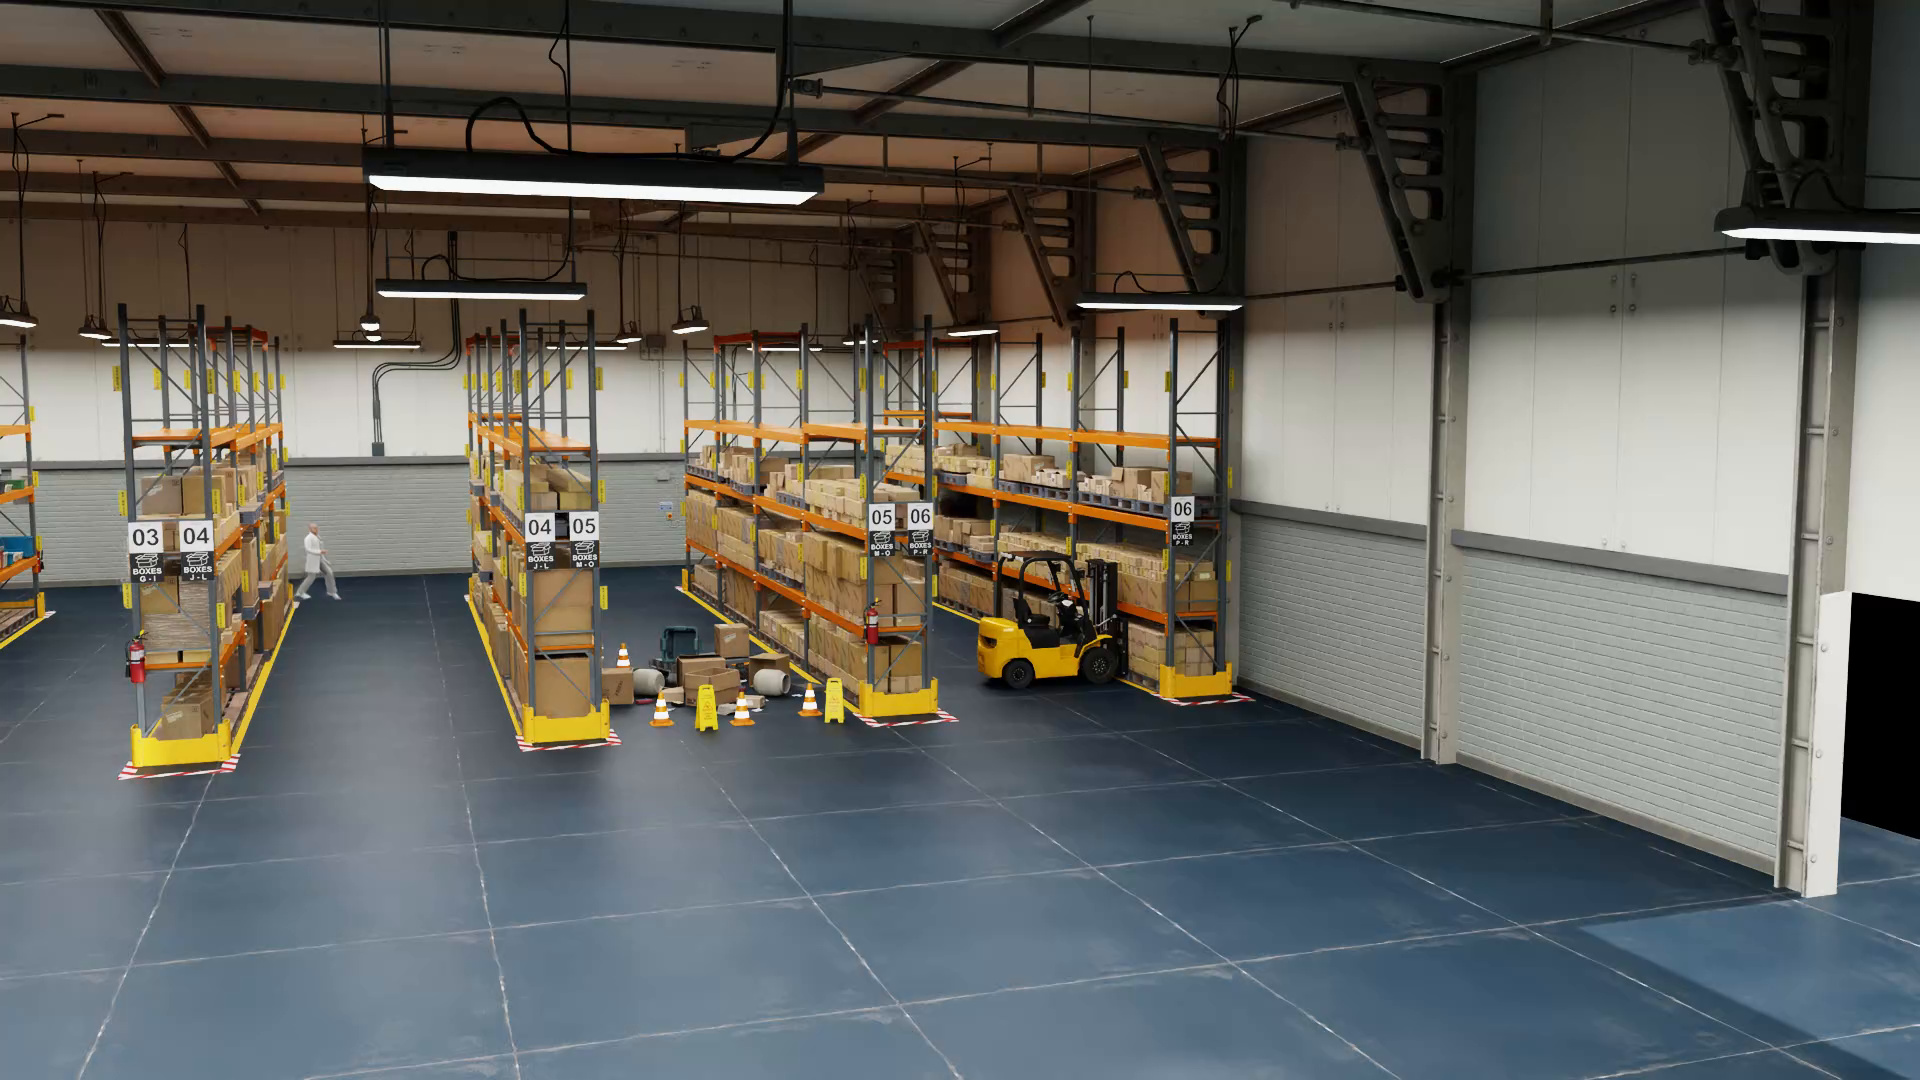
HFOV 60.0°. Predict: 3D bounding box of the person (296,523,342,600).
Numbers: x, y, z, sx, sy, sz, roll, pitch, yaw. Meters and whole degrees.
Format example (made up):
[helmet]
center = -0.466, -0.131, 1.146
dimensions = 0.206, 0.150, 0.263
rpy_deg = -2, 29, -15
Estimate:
[person]
center = -14.745, 0.514, 38.073
dimensions = 0.929, 1.814, 0.709
rpy_deg = 1, 5, 6
